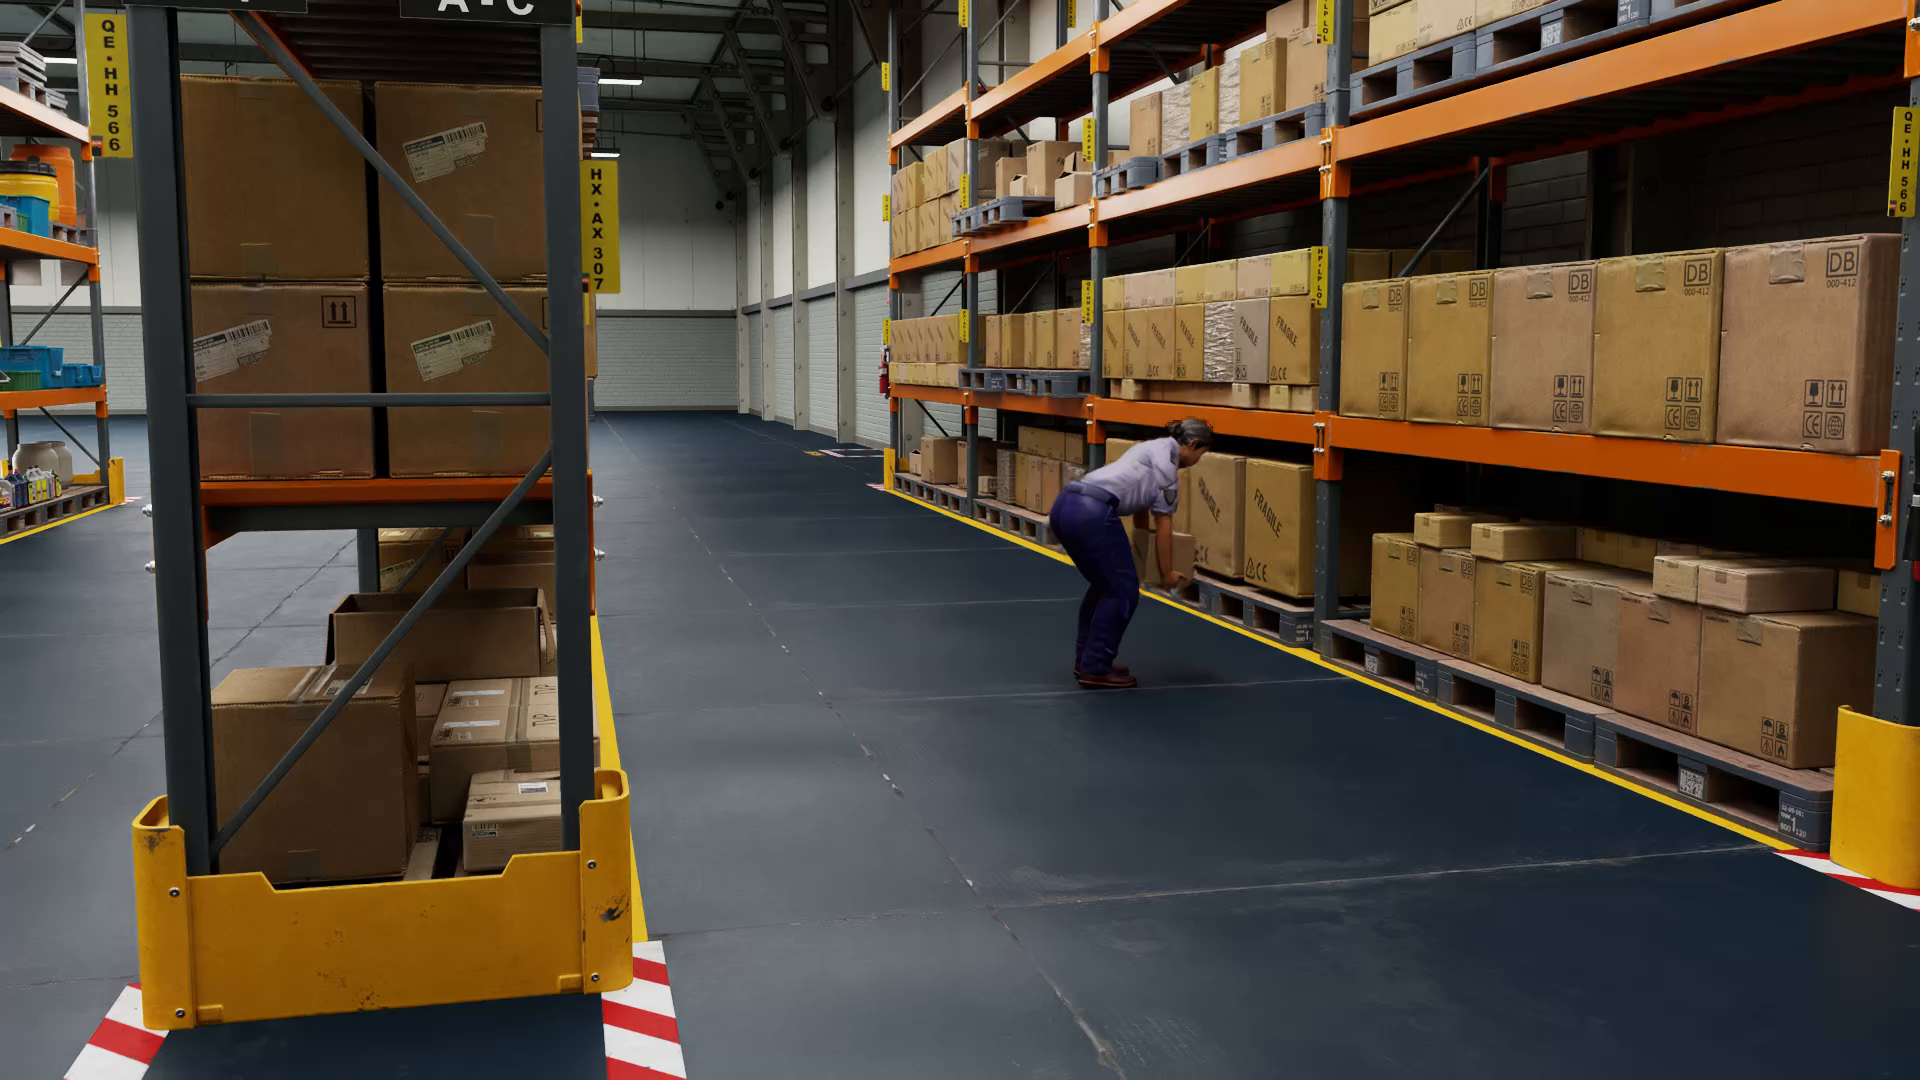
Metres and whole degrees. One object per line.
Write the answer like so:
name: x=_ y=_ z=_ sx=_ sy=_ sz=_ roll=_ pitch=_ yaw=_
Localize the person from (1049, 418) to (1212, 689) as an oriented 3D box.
person: x=0.867 y=0.056 z=8.305 sx=0.824 sy=1.316 sz=0.444 roll=-2 pitch=6 yaw=-15
